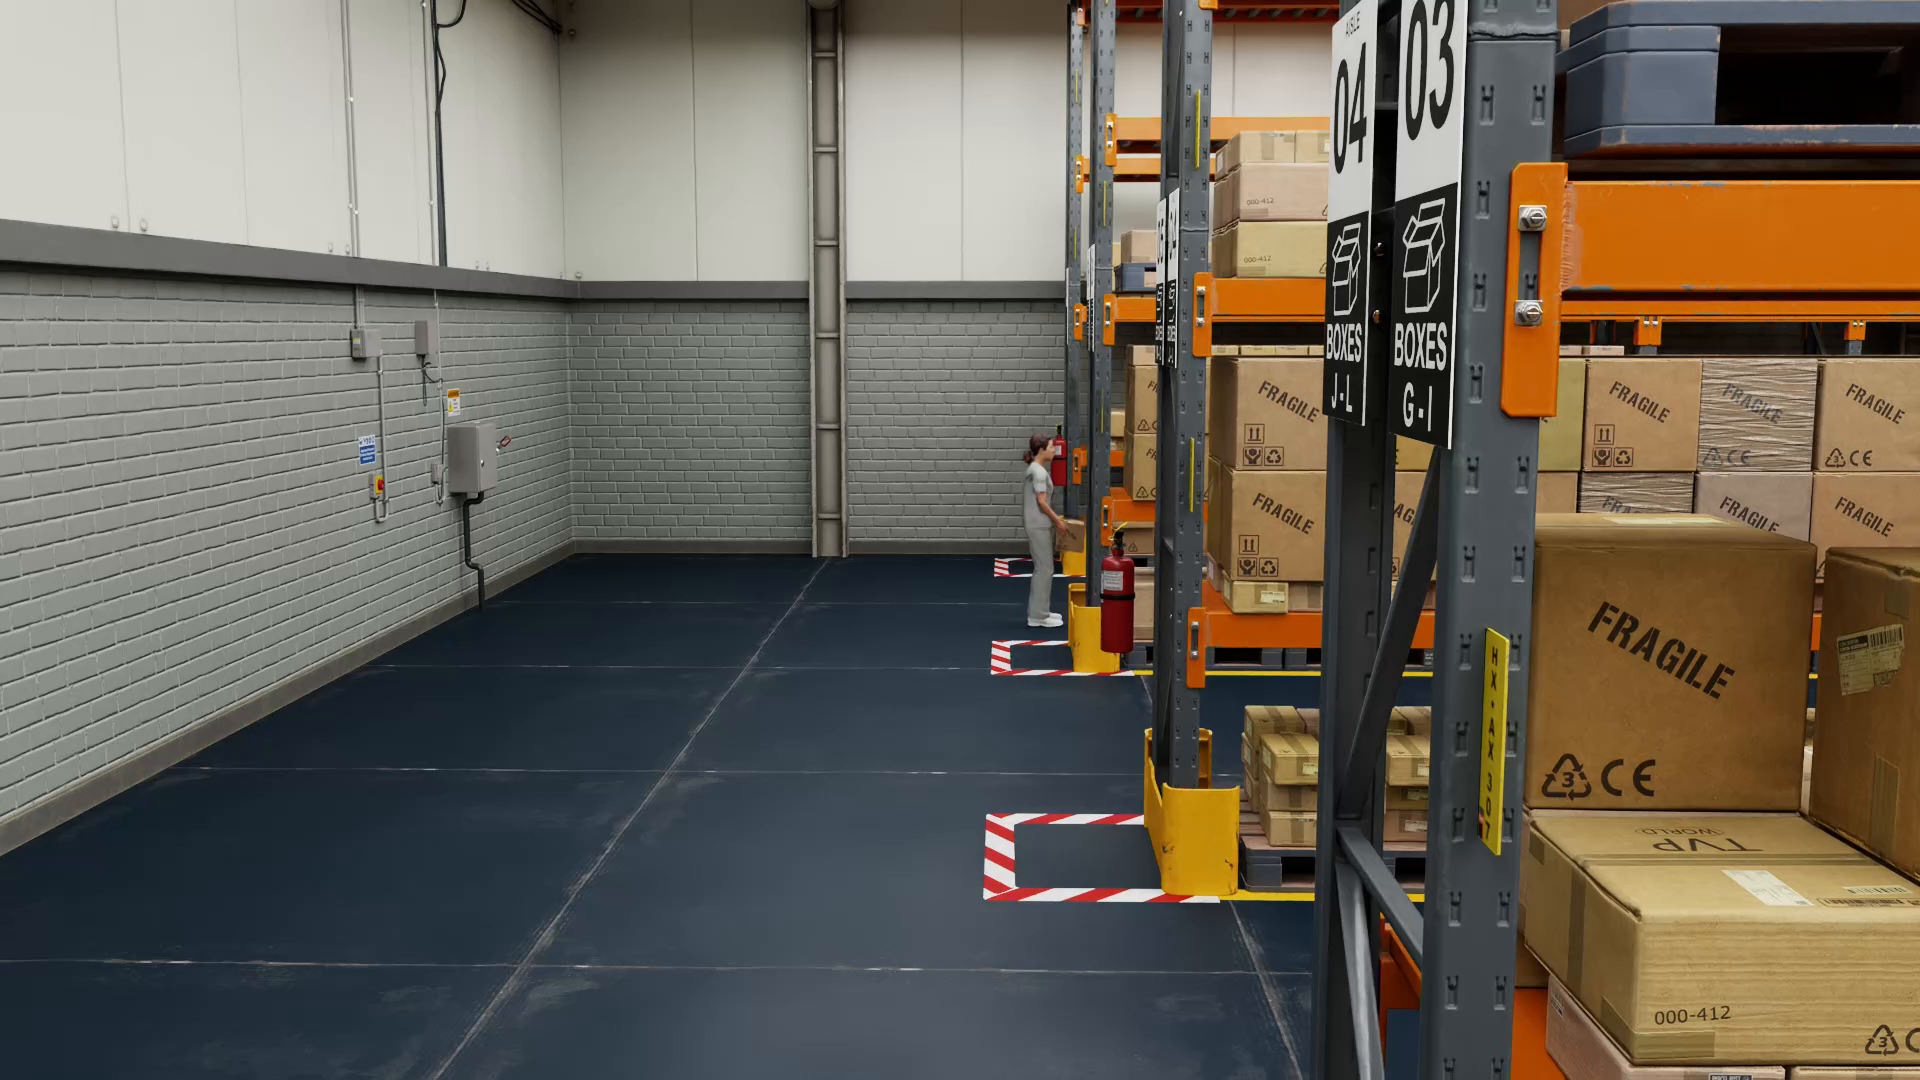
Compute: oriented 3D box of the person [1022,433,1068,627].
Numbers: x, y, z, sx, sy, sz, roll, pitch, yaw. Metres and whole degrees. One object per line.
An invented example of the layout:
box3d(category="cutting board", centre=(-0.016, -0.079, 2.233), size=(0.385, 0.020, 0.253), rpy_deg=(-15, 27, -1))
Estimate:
box3d(category="person", centre=(0.733, -0.097, 14.521), size=(0.412, 1.676, 0.466), rpy_deg=(0, 7, 0))
